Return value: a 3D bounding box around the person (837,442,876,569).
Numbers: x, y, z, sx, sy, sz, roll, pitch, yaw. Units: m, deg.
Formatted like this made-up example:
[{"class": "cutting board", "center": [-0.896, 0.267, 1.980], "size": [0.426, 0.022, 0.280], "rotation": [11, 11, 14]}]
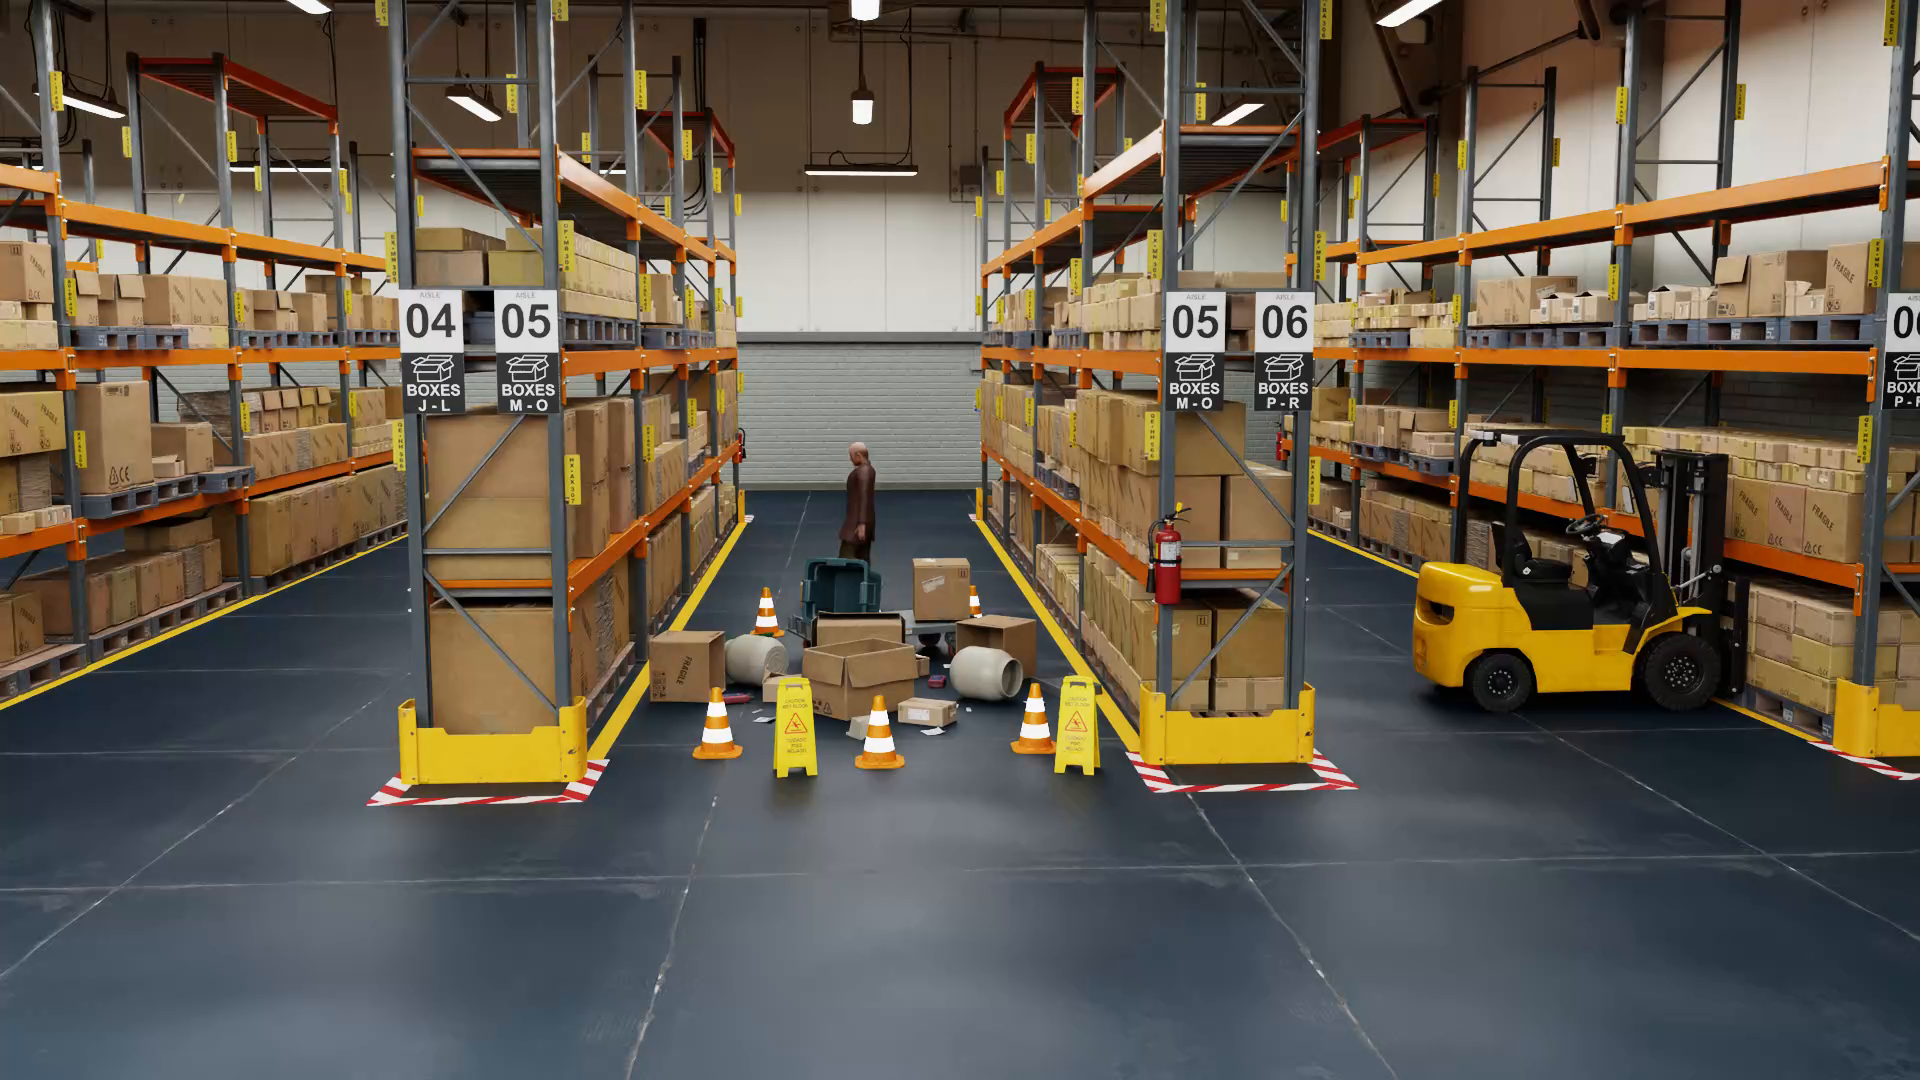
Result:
[{"class": "person", "center": [-1.120, -0.172, 18.246], "size": [0.437, 1.809, 0.676], "rotation": [1, 7, 7]}]
